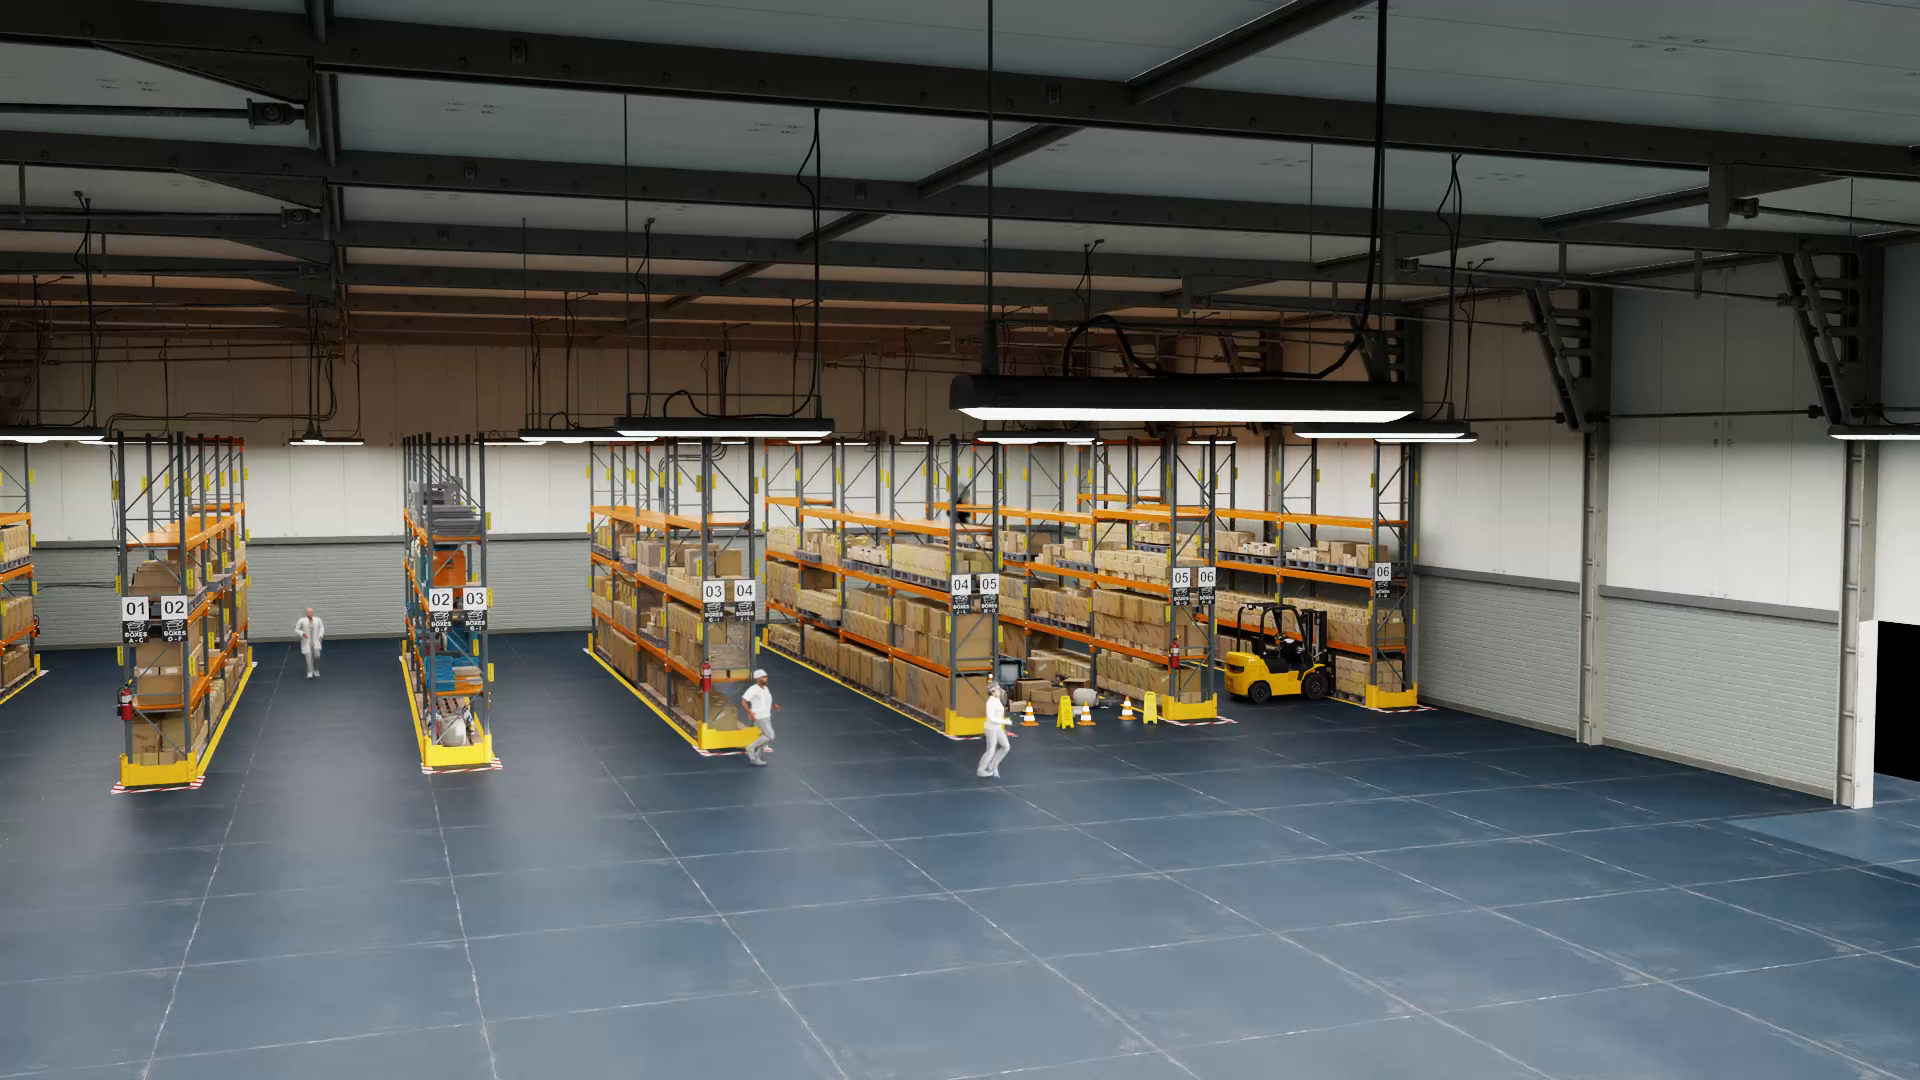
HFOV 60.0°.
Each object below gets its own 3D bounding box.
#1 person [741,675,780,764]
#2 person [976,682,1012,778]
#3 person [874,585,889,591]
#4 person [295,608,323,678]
[{"bbox_3d":[-3.547,3.216,29.967,0.581,1.684,0.696,1,3,19],"label":"person"},{"bbox_3d":[0.617,3.297,28.760,0.660,1.702,0.643,1,3,21],"label":"person"},{"bbox_3d":[-2.224,1.737,50.897,0.965,1.802,0.678,-1,3,-25],"label":"person"},{"bbox_3d":[-16.093,2.564,41.197,0.708,1.766,0.702,-2,4,-30],"label":"person"}]
